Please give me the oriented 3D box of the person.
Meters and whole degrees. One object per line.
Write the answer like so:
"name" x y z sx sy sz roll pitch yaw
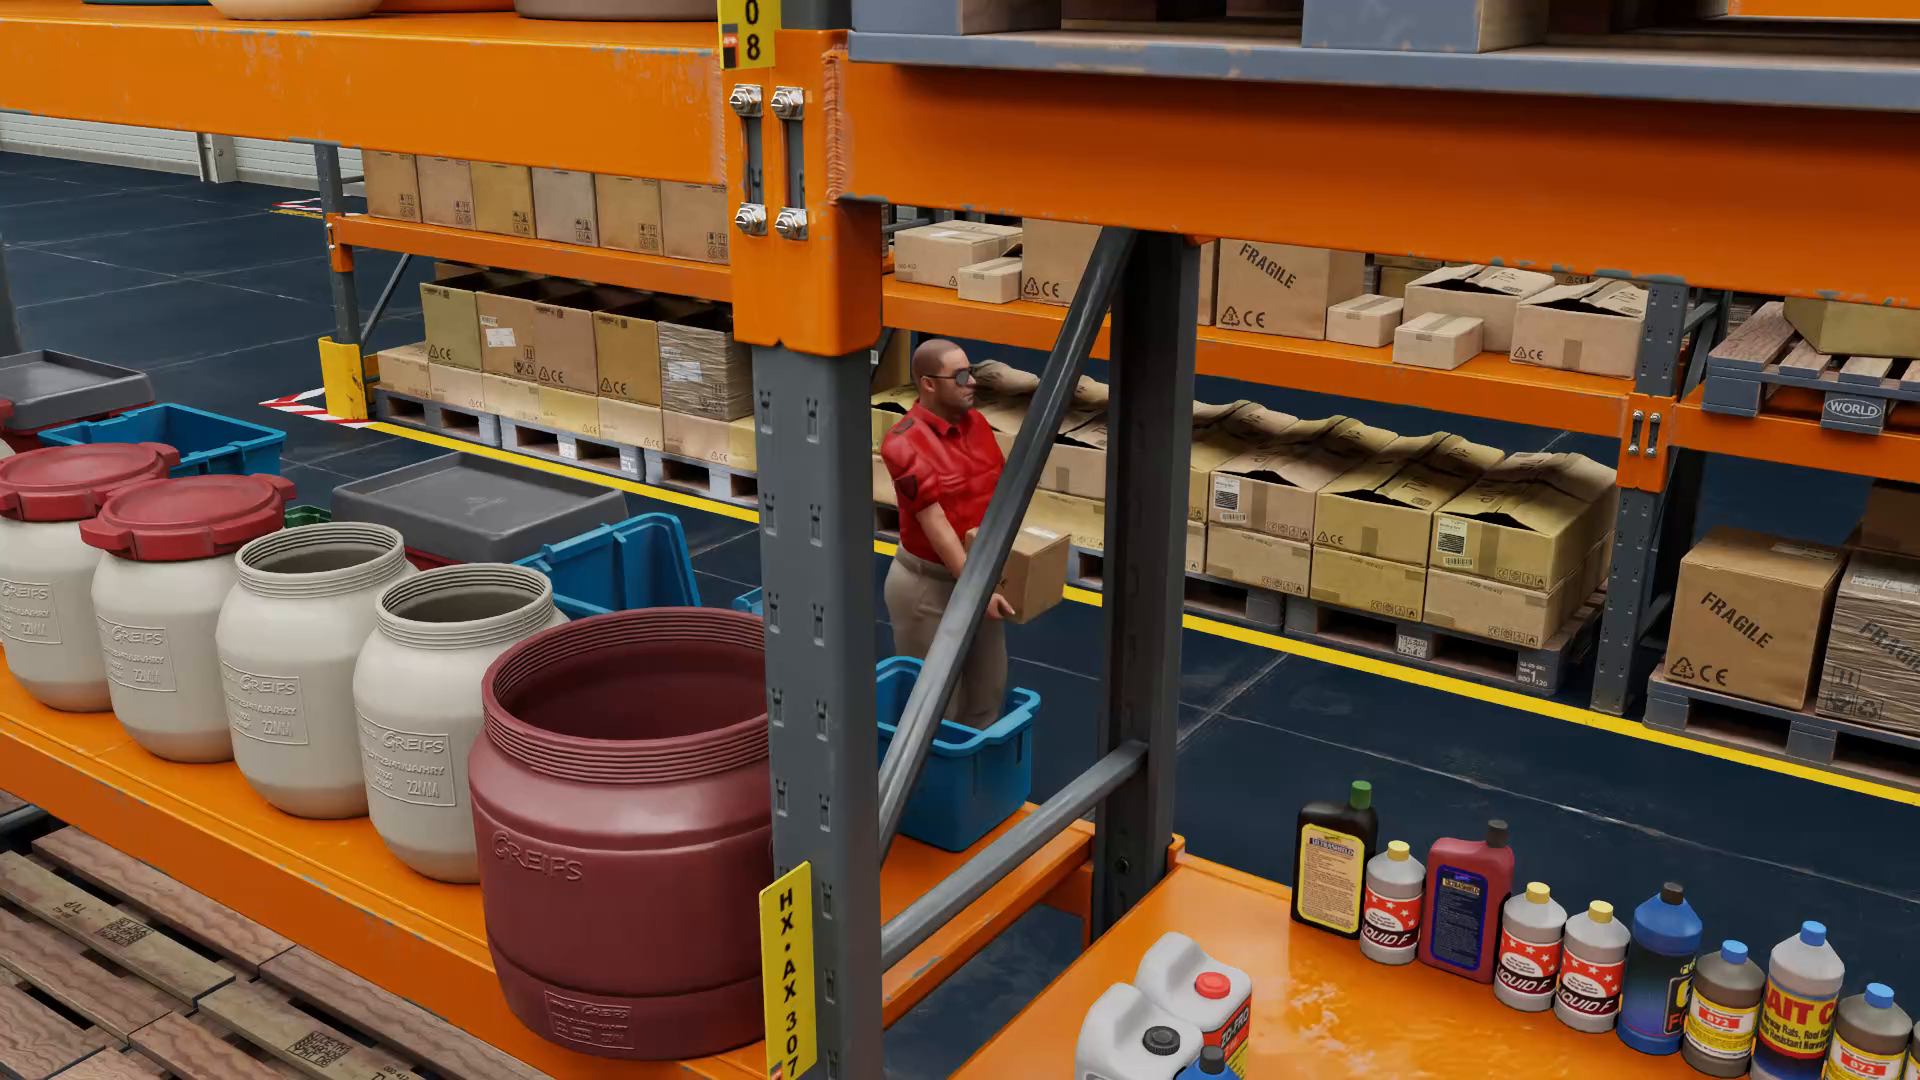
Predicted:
"person" 0.040 0.191 5.579 0.533 1.722 0.491 13 23 32
